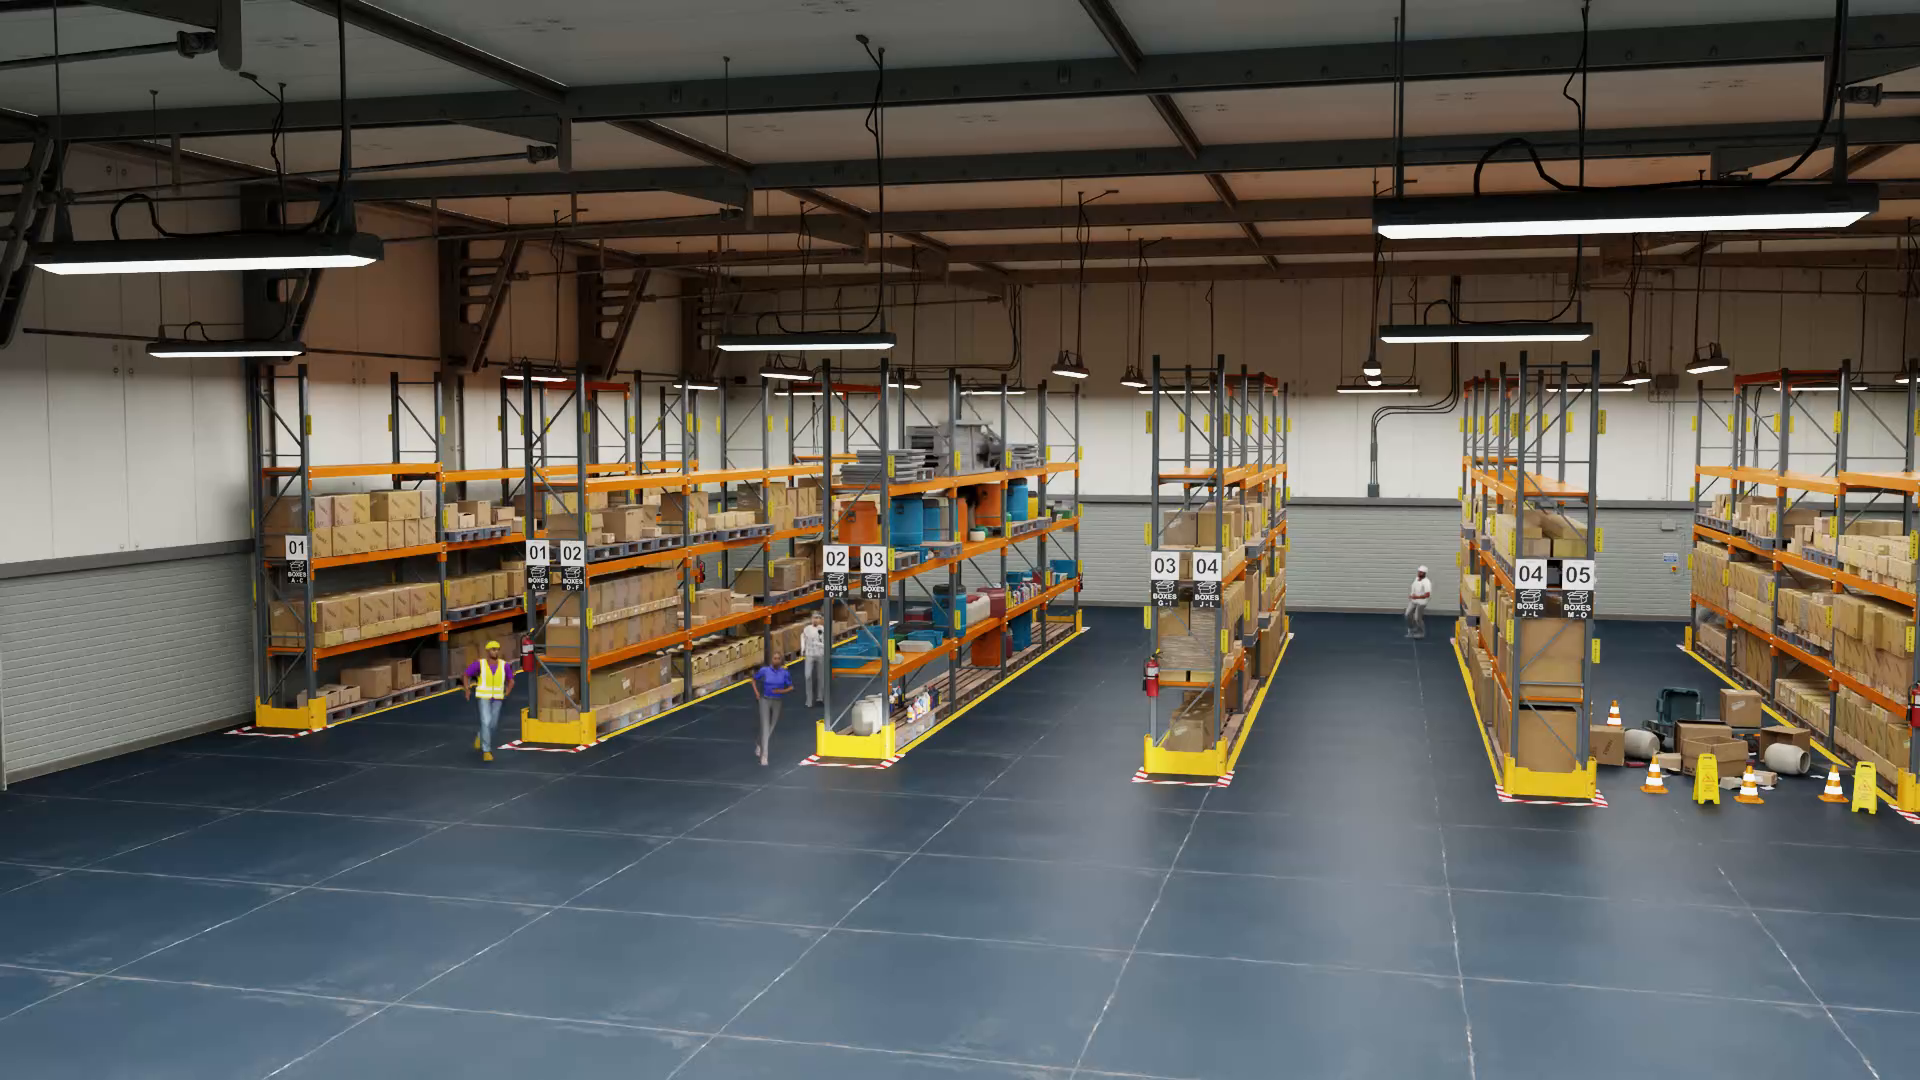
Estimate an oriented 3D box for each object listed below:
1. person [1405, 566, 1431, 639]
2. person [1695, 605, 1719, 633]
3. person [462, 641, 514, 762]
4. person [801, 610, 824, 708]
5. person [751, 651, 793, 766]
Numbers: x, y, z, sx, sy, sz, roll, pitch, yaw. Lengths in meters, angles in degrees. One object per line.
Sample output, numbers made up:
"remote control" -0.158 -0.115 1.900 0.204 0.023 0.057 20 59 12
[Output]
"person" 10.704 1.458 38.784 0.636 1.731 0.708 -2 4 -28
"person" 17.154 1.503 38.221 0.698 1.764 0.839 3 5 41
"person" -7.076 2.409 25.095 0.750 1.748 0.792 -2 5 -32
"person" -2.587 2.120 29.693 0.576 1.737 0.710 0 4 2
"person" -2.800 2.539 24.853 0.594 1.592 0.847 -1 4 -20
